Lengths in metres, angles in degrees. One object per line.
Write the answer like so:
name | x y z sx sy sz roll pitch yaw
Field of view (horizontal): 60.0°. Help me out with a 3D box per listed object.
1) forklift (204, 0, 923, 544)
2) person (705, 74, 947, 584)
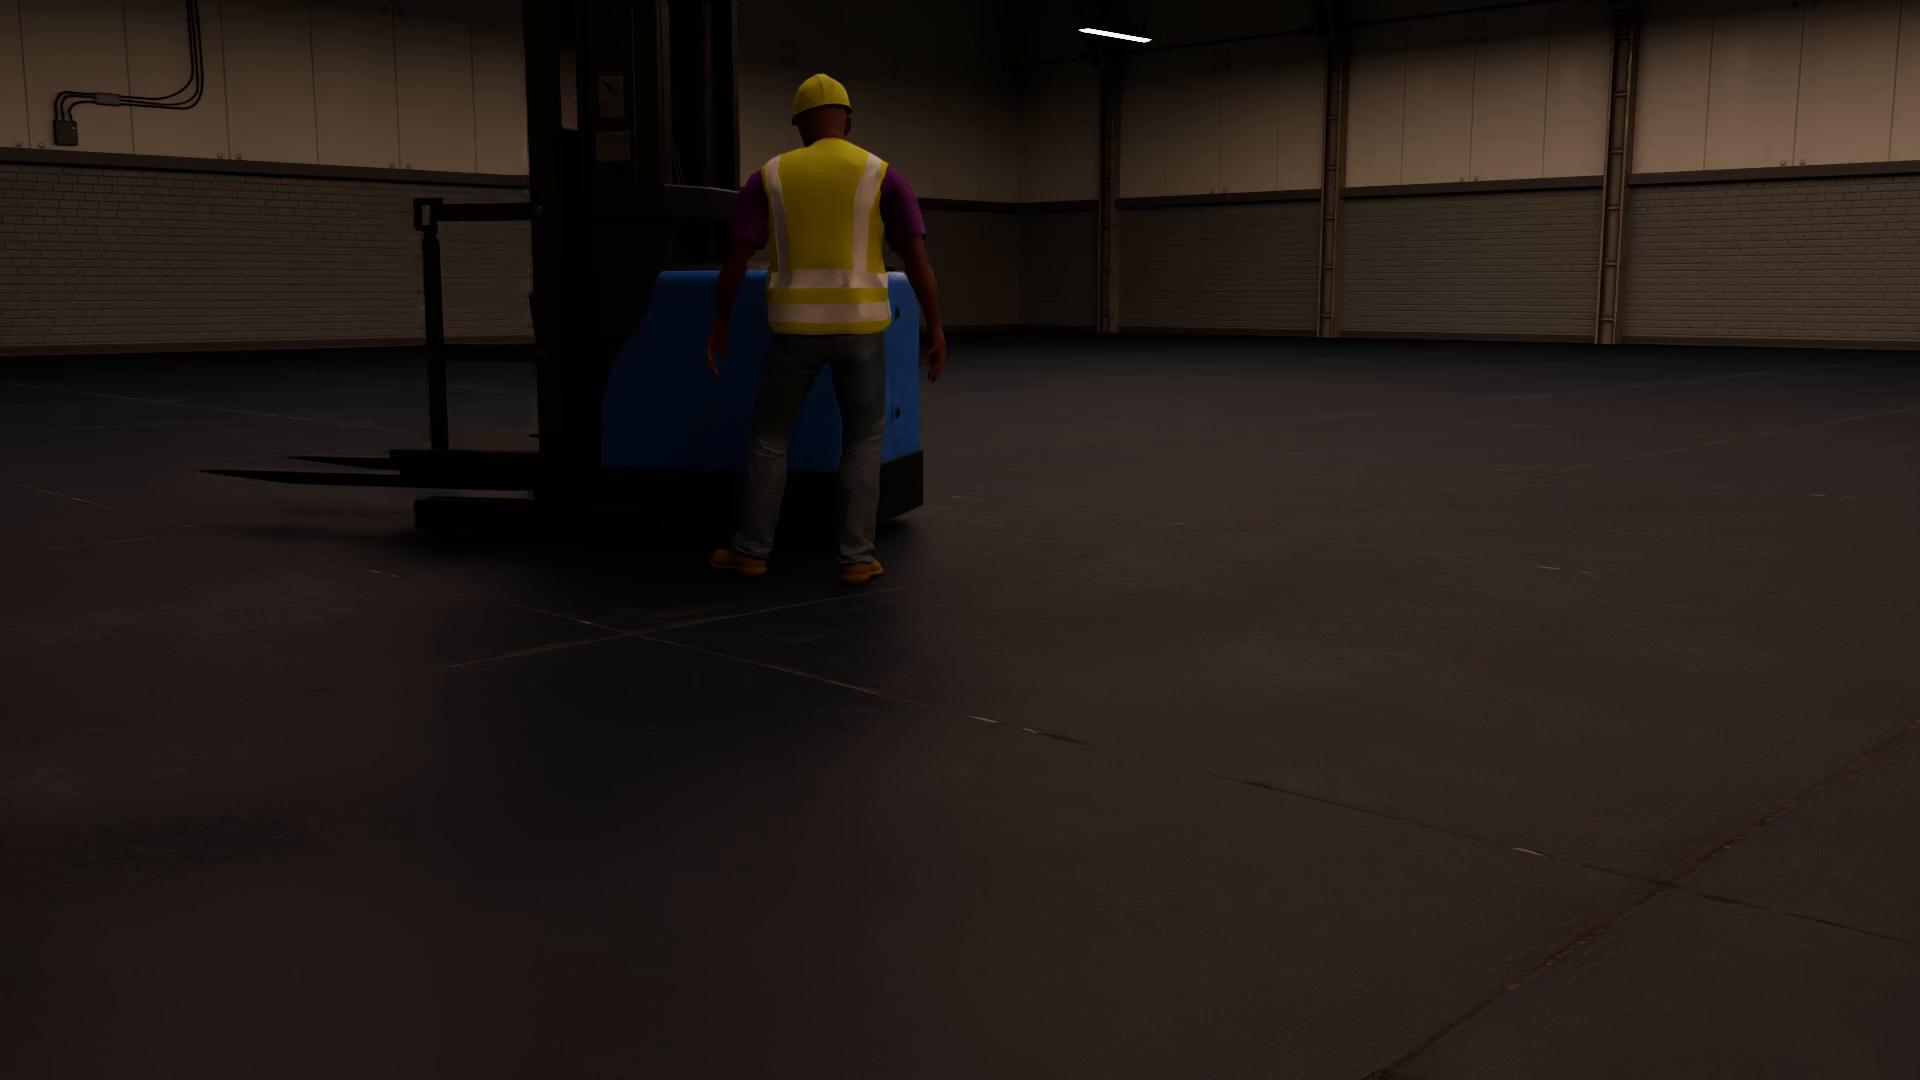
forklift | -1.735 -1.525 7.000 3.031 2.935 1.130 2 9 14
person | -0.476 -0.735 5.784 0.869 1.733 0.442 0 9 2
